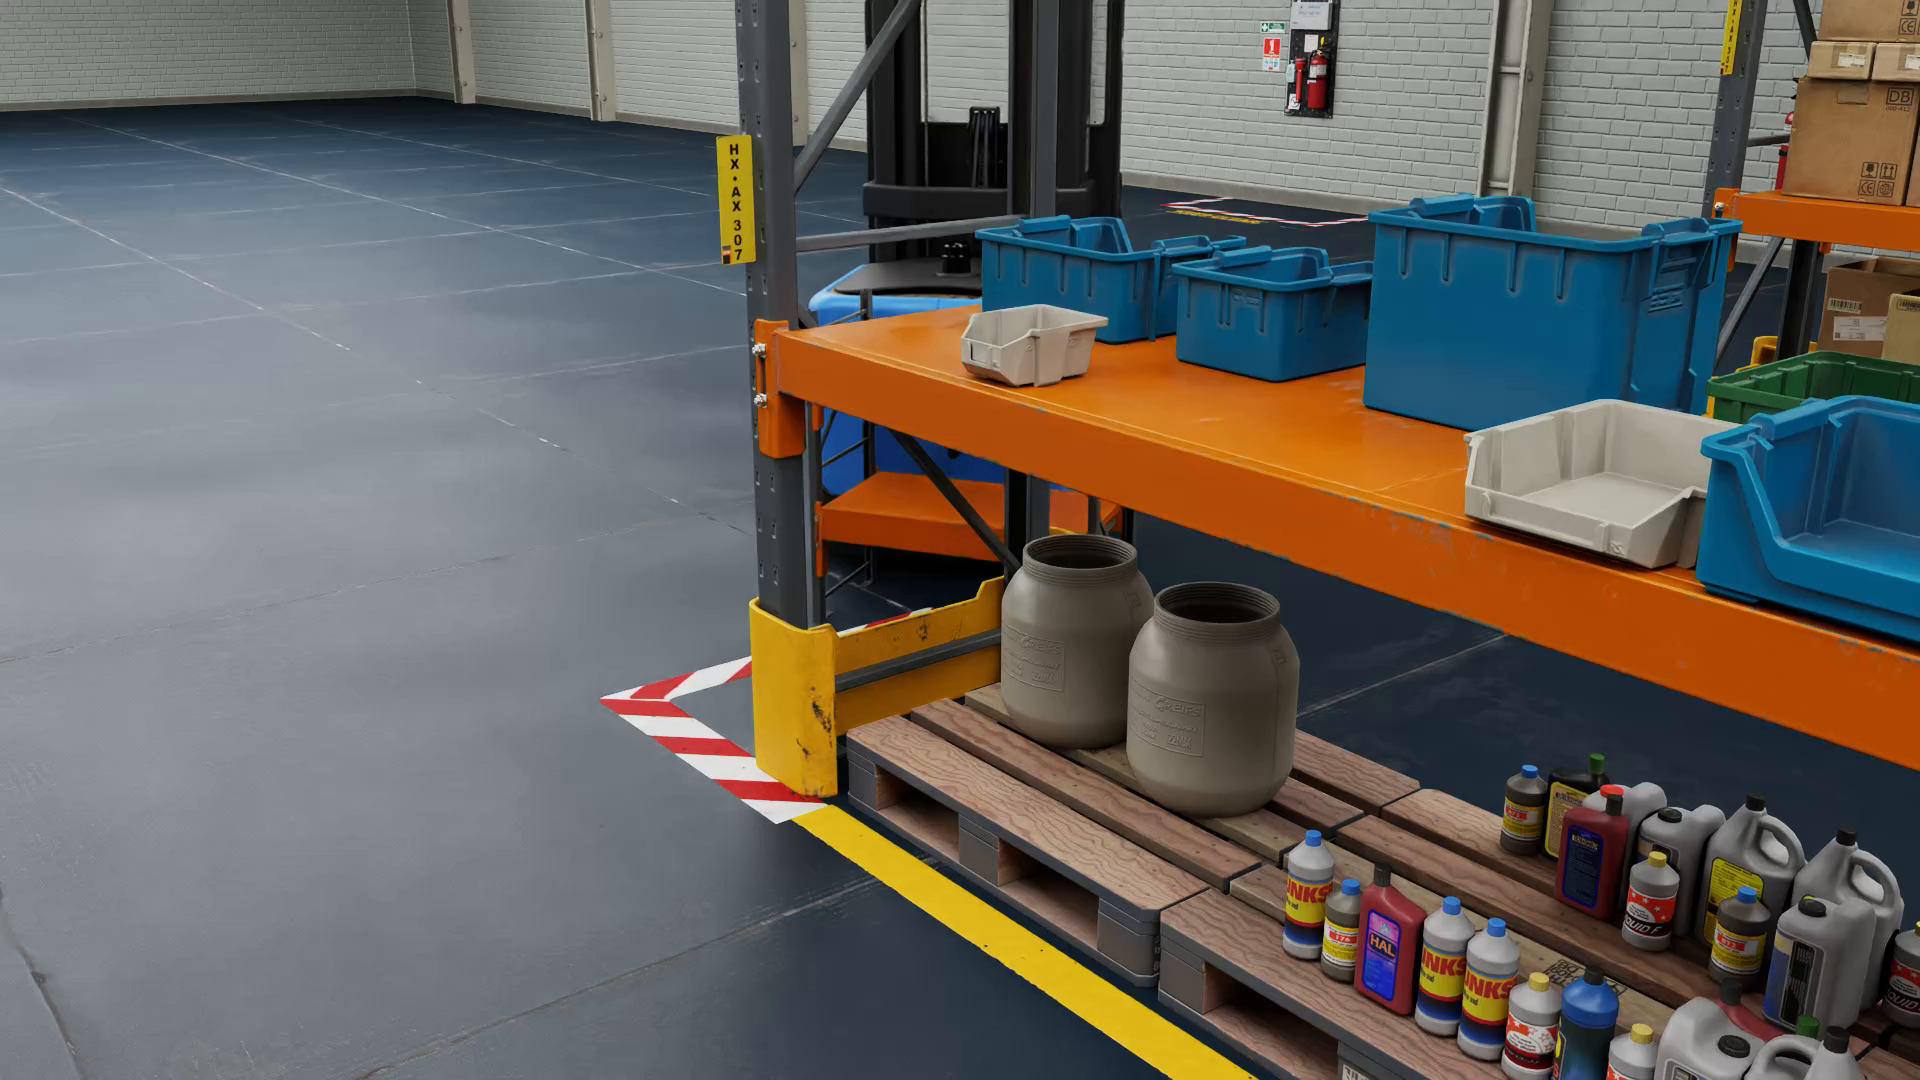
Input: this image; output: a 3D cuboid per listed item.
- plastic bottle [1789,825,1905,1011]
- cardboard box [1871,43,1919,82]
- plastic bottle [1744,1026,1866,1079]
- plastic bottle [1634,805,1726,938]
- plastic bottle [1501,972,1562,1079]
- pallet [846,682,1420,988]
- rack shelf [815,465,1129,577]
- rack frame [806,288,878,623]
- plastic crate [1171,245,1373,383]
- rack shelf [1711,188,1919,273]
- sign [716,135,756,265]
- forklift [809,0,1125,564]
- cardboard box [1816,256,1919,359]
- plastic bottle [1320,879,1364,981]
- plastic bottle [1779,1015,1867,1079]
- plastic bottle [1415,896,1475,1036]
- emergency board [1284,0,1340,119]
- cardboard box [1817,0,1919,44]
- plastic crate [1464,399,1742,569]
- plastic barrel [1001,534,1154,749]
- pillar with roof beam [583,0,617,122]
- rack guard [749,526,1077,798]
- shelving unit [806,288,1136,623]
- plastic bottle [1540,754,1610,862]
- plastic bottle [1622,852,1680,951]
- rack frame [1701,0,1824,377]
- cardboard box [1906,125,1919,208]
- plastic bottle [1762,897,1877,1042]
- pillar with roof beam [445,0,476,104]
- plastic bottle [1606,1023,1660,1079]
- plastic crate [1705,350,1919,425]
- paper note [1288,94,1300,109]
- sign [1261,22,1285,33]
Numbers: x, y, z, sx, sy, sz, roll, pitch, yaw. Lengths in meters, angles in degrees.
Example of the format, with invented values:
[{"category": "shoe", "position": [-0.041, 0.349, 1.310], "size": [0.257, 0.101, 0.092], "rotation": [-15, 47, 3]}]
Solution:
[{"category": "plastic bottle", "position": [1.781, 0.748, 3.347], "size": [0.144, 0.351, 0.185], "rotation": [-14, 23, -37]}, {"category": "cardboard box", "position": [3.981, -1.973, 6.860], "size": [0.380, 0.149, 0.250], "rotation": [-15, 23, -37]}, {"category": "plastic bottle", "position": [1.393, 0.949, 2.737], "size": [0.144, 0.351, 0.185], "rotation": [-14, 23, -36]}, {"category": "plastic bottle", "position": [1.560, 0.697, 3.618], "size": [0.152, 0.276, 0.135], "rotation": [-15, 23, -38]}, {"category": "plastic bottle", "position": [1.073, 0.905, 3.109], "size": [0.097, 0.201, 0.097], "rotation": [0, 18, 0]}, {"category": "pallet", "position": [0.439, 0.679, 4.476], "size": [1.003, 0.211, 1.213], "rotation": [-14, 23, -36]}, {"category": "rack shelf", "position": [0.051, -0.020, 5.910], "size": [1.000, 0.278, 0.538], "rotation": [7, 20, 20]}, {"category": "rack frame", "position": [-0.423, -0.310, 6.009], "size": [0.032, 1.125, 0.500], "rotation": [7, 20, 20]}, {"category": "plastic crate", "position": [0.799, -0.559, 4.015], "size": [0.499, 0.251, 0.408], "rotation": [-14, 23, -36]}, {"category": "rack shelf", "position": [4.982, -0.987, 6.216], "size": [1.077, 0.370, 4.000], "rotation": [-14, 23, -36]}, {"category": "sign", "position": [-0.579, -0.881, 4.310], "size": [0.100, 0.325, 0.005], "rotation": [-14, 23, -36]}, {"category": "forklift", "position": [0.187, -1.712, 7.371], "size": [1.130, 2.935, 3.031], "rotation": [3, 19, 10]}, {"category": "cardboard box", "position": [4.306, -0.997, 7.616], "size": [0.500, 0.500, 0.500], "rotation": [-14, 23, -36]}, {"category": "plastic bottle", "position": [0.800, 0.797, 3.435], "size": [0.097, 0.201, 0.097], "rotation": [0, 18, 0]}, {"category": "plastic bottle", "position": [1.457, 0.955, 2.827], "size": [0.061, 0.283, 0.133], "rotation": [-14, 23, -36]}, {"category": "plastic bottle", "position": [0.949, 0.823, 3.246], "size": [0.097, 0.271, 0.097], "rotation": [0, 18, 0]}, {"category": "emergency board", "position": [3.504, -4.880, 16.829], "size": [0.194, 1.169, 0.643], "rotation": [-14, 23, -36]}, {"category": "cardboard box", "position": [4.053, -2.354, 6.977], "size": [0.700, 0.500, 0.500], "rotation": [-14, 23, -36]}, {"category": "plastic crate", "position": [1.131, -0.095, 2.798], "size": [0.530, 0.136, 0.437], "rotation": [-14, 23, -36]}, {"category": "plastic barrel", "position": [0.323, 0.273, 4.555], "size": [0.421, 0.512, 0.421], "rotation": [0, 18, 0]}, {"category": "pillar with roof beam", "position": [-9.543, -10.707, 24.882], "size": [9.100, 9.000, 0.400], "rotation": [-14, 23, -36]}, {"category": "rack guard", "position": [-0.061, 0.341, 5.038], "size": [1.175, 0.500, 0.348], "rotation": [-14, 23, -36]}, {"category": "shelving unit", "position": [0.051, -0.252, 5.833], "size": [1.048, 1.125, 0.538], "rotation": [7, 20, 20]}, {"category": "plastic bottle", "position": [1.425, 0.617, 3.848], "size": [0.061, 0.283, 0.133], "rotation": [-13, 23, -35]}, {"category": "plastic bottle", "position": [1.474, 0.762, 3.542], "size": [0.097, 0.201, 0.097], "rotation": [0, 18, 0]}, {"category": "rack frame", "position": [3.740, -1.821, 7.591], "size": [1.000, 3.000, 0.127], "rotation": [-14, 23, -36]}, {"category": "cardboard box", "position": [4.350, -1.623, 6.832], "size": [0.700, 0.500, 0.500], "rotation": [-13, 22, -35]}, {"category": "plastic bottle", "position": [1.681, 0.818, 3.253], "size": [0.152, 0.276, 0.135], "rotation": [-14, 23, -36]}, {"category": "pillar with roof beam", "position": [-13.268, -12.185, 29.347], "size": [9.100, 9.000, 0.400], "rotation": [-14, 23, -36]}, {"category": "plastic bottle", "position": [1.200, 0.956, 2.956], "size": [0.097, 0.201, 0.097], "rotation": [0, 18, 0]}, {"category": "plastic crate", "position": [1.717, -0.159, 2.907], "size": [0.450, 0.188, 0.662], "rotation": [-14, 23, -36]}, {"category": "paper note", "position": [3.448, -4.519, 17.140], "size": [0.016, 0.148, 0.142], "rotation": [-14, 23, -36]}, {"category": "sign", "position": [3.237, -5.302, 17.204], "size": [0.001, 0.109, 0.331], "rotation": [-14, 23, -36]}]
